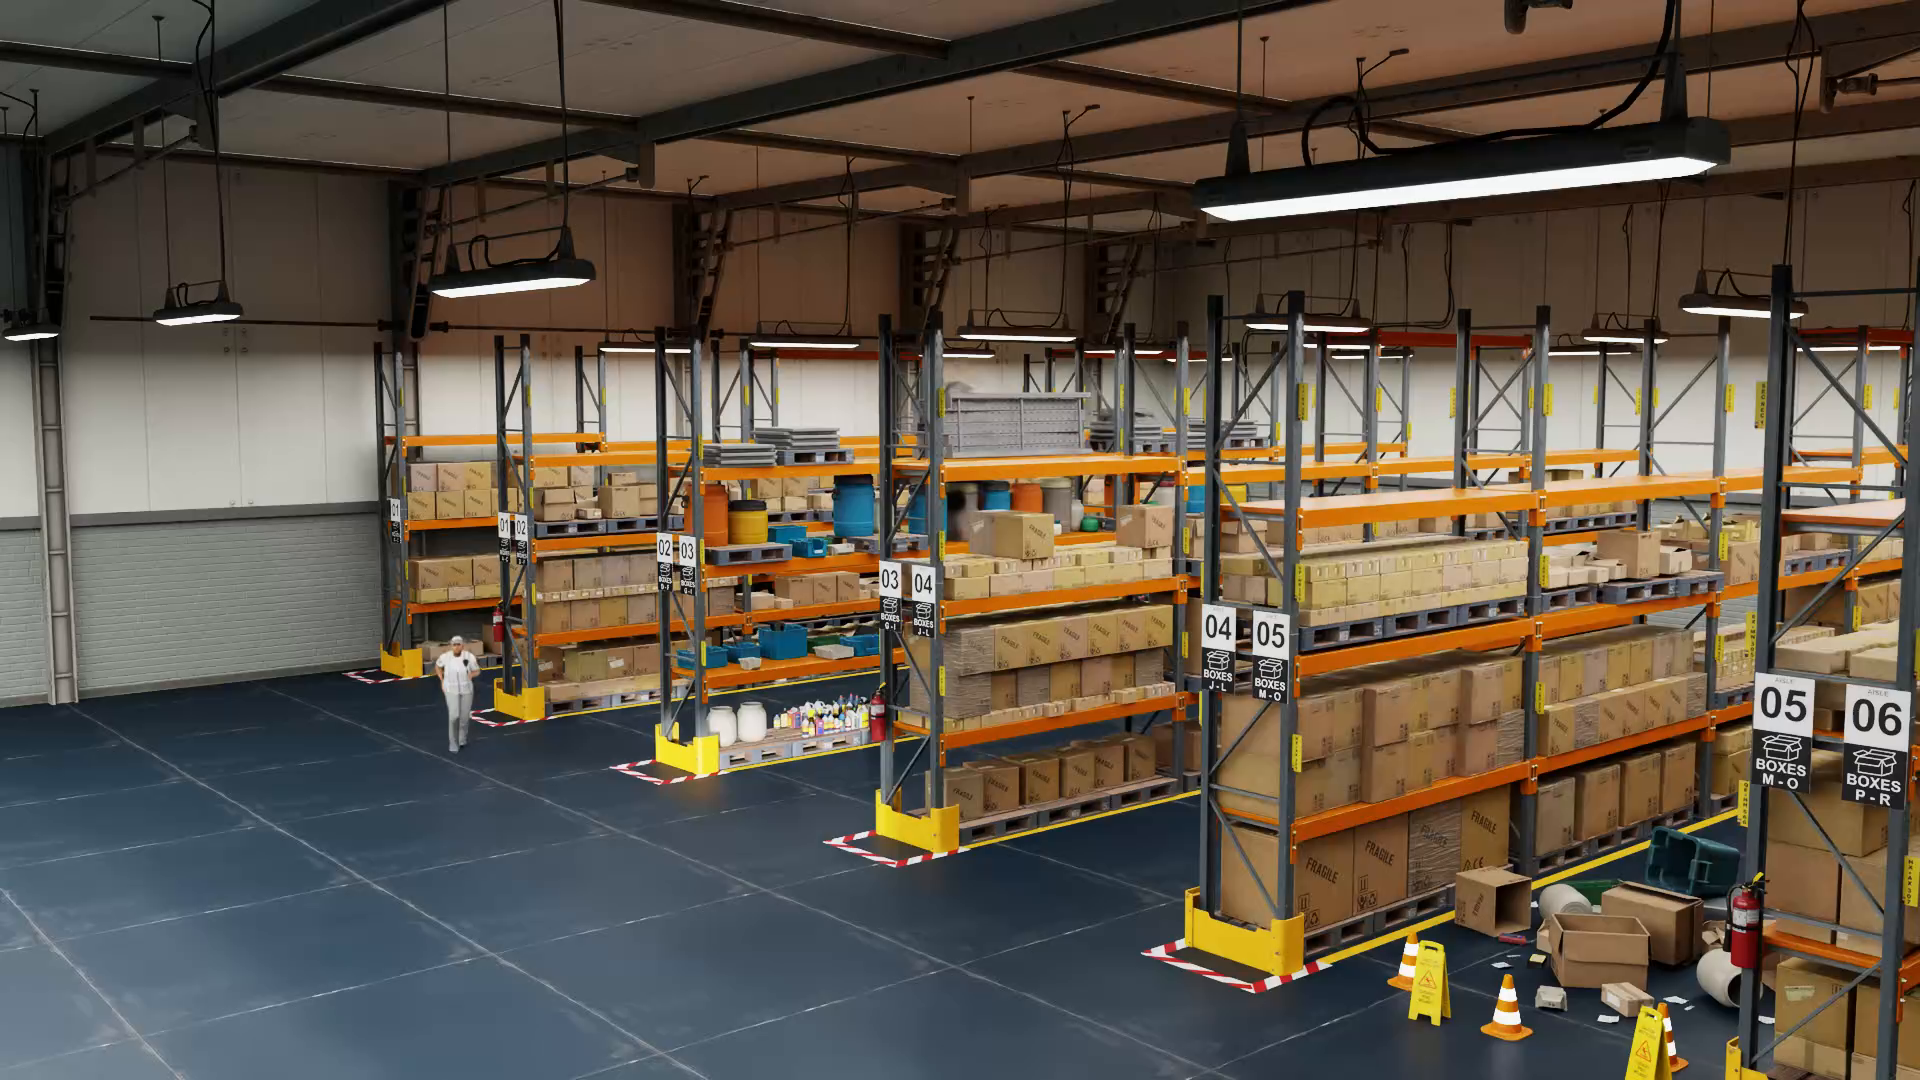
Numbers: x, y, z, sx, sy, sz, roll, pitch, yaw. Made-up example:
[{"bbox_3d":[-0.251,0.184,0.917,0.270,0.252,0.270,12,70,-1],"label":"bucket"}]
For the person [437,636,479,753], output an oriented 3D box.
[{"bbox_3d":[-7.165,2.200,23.767,0.574,1.704,0.605,-2,6,-20],"label":"person"}]
